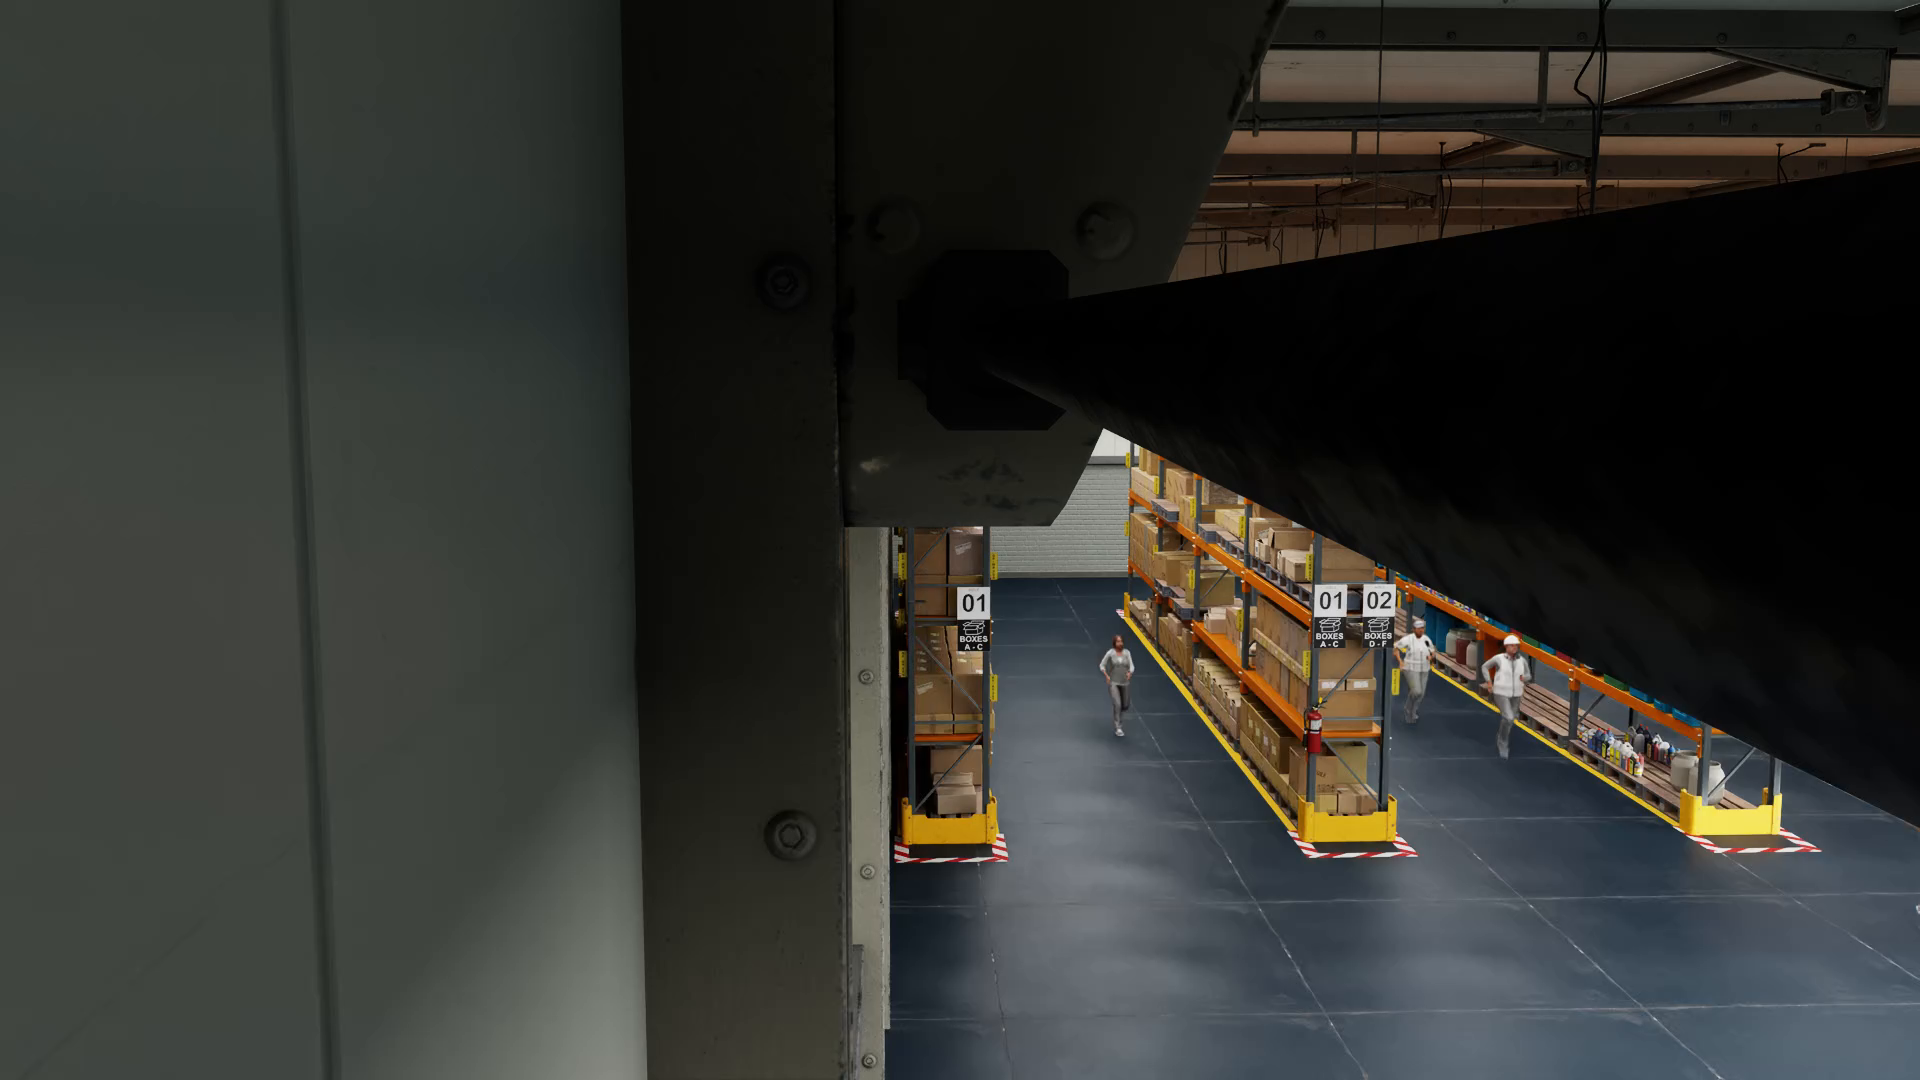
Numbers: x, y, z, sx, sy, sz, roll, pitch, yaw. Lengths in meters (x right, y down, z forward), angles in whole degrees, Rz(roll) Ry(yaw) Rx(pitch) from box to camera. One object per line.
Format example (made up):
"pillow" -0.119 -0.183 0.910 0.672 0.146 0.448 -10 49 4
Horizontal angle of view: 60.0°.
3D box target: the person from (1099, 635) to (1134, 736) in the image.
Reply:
"person" 2.449 2.243 25.950 0.542 1.553 0.680 -1 7 -9

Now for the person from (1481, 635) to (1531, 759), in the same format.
"person" 8.124 2.308 24.624 0.638 1.815 0.699 -1 7 -10

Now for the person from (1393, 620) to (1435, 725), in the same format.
"person" 7.306 2.115 26.602 0.577 1.679 0.682 -2 8 -13
